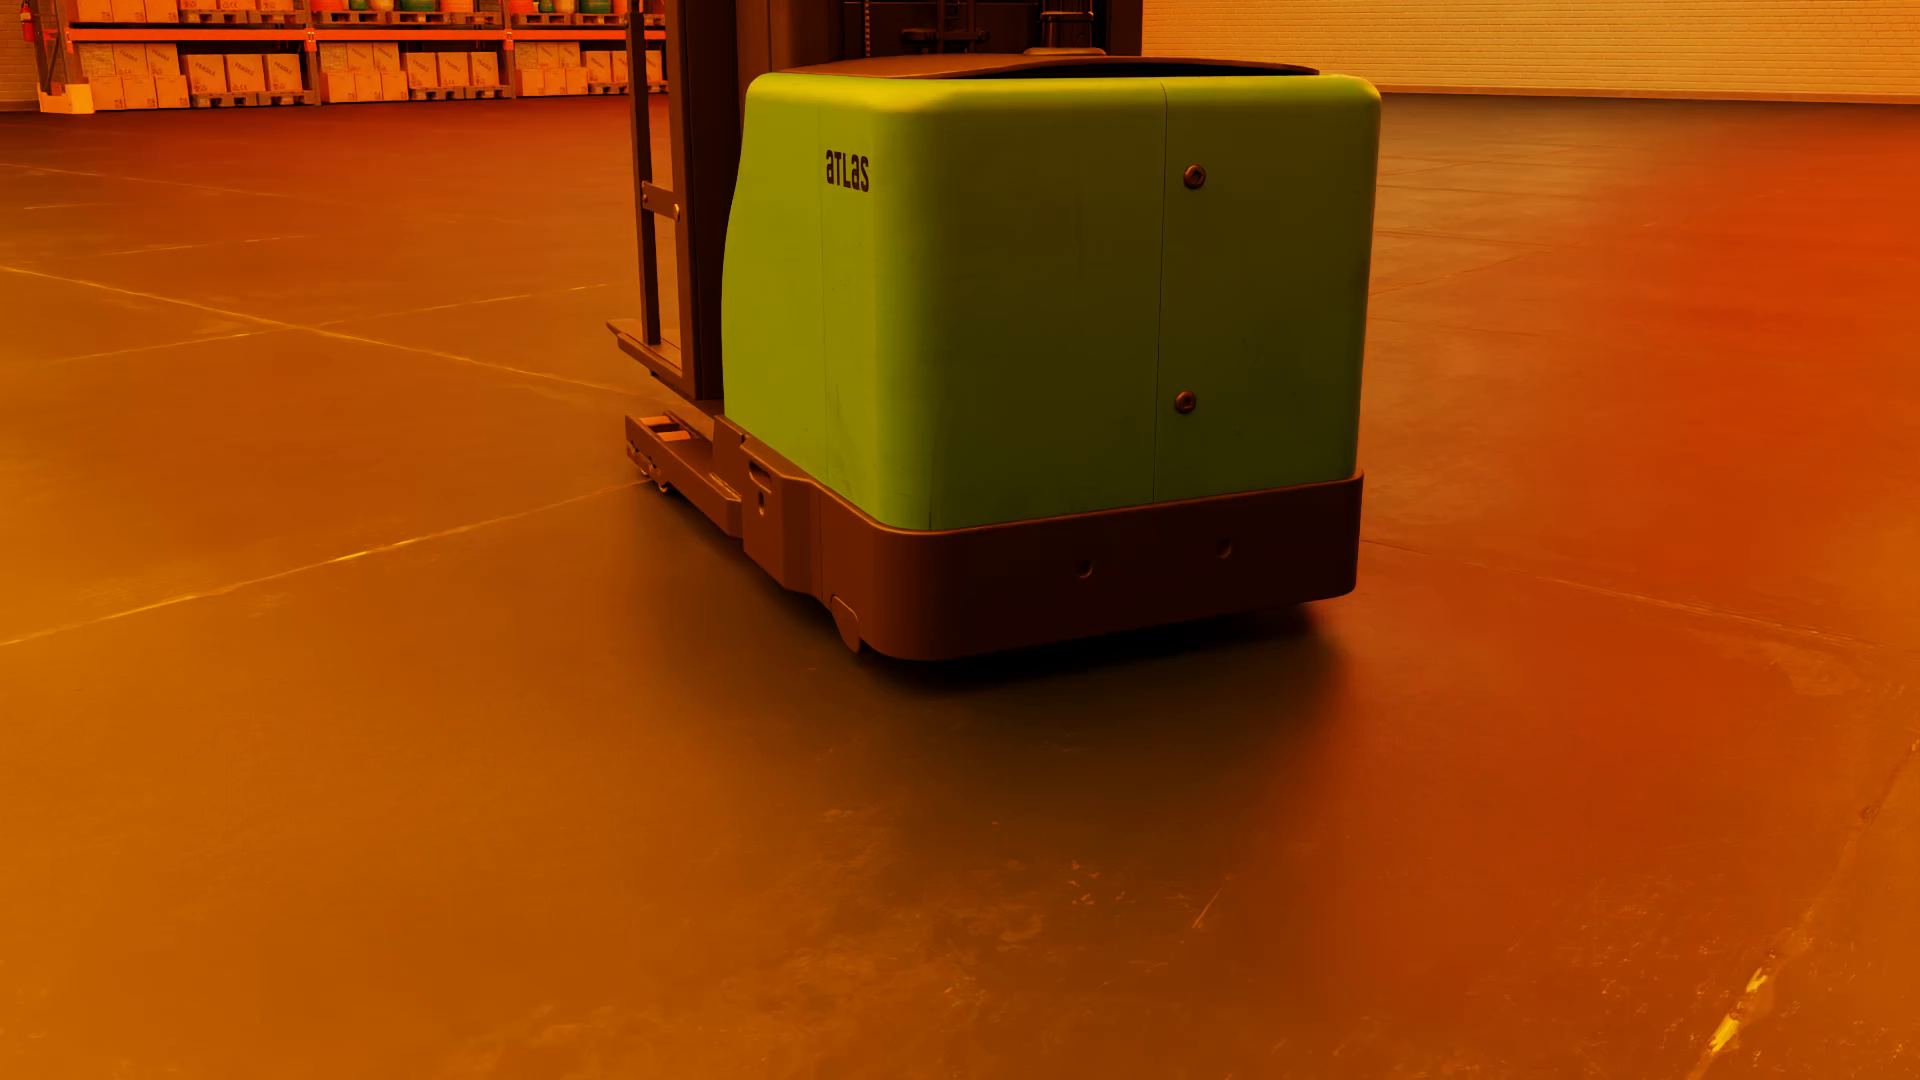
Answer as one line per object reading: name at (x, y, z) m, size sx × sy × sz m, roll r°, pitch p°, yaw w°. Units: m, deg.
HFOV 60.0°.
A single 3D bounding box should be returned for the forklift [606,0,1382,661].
forklift at (-0.259, -1.569, 4.065) m, size 1.130 × 2.935 × 3.031 m, roll -7°, pitch 18°, yaw -23°
